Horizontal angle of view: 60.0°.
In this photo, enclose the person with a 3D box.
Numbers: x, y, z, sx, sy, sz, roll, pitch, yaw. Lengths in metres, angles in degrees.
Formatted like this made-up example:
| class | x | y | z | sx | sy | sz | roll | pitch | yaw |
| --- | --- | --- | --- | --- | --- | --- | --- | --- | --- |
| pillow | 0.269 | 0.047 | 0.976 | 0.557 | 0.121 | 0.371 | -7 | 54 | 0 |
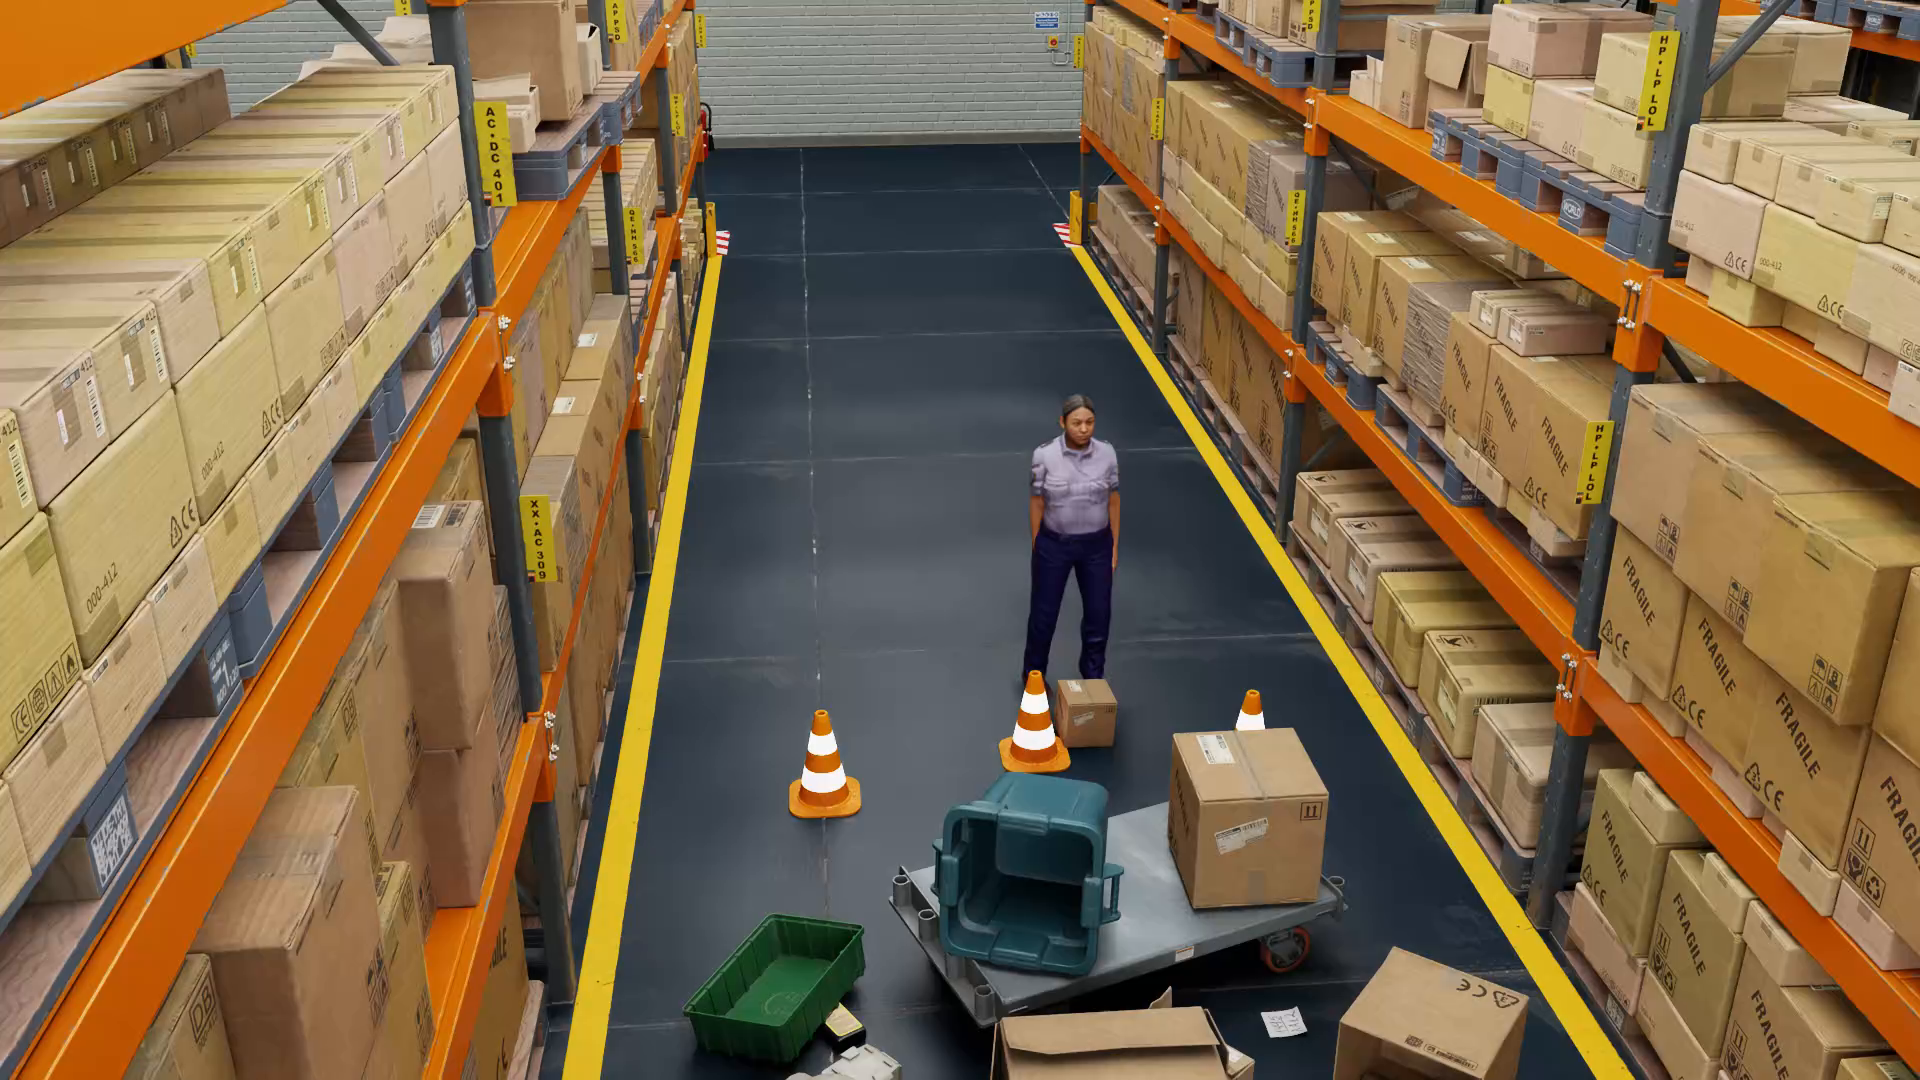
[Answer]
| class | x | y | z | sx | sy | sz | roll | pitch | yaw |
| --- | --- | --- | --- | --- | --- | --- | --- | --- | --- |
| person | 0.588 | 0.069 | 8.514 | 0.475 | 1.684 | 0.372 | -3 | 24 | -7 |
